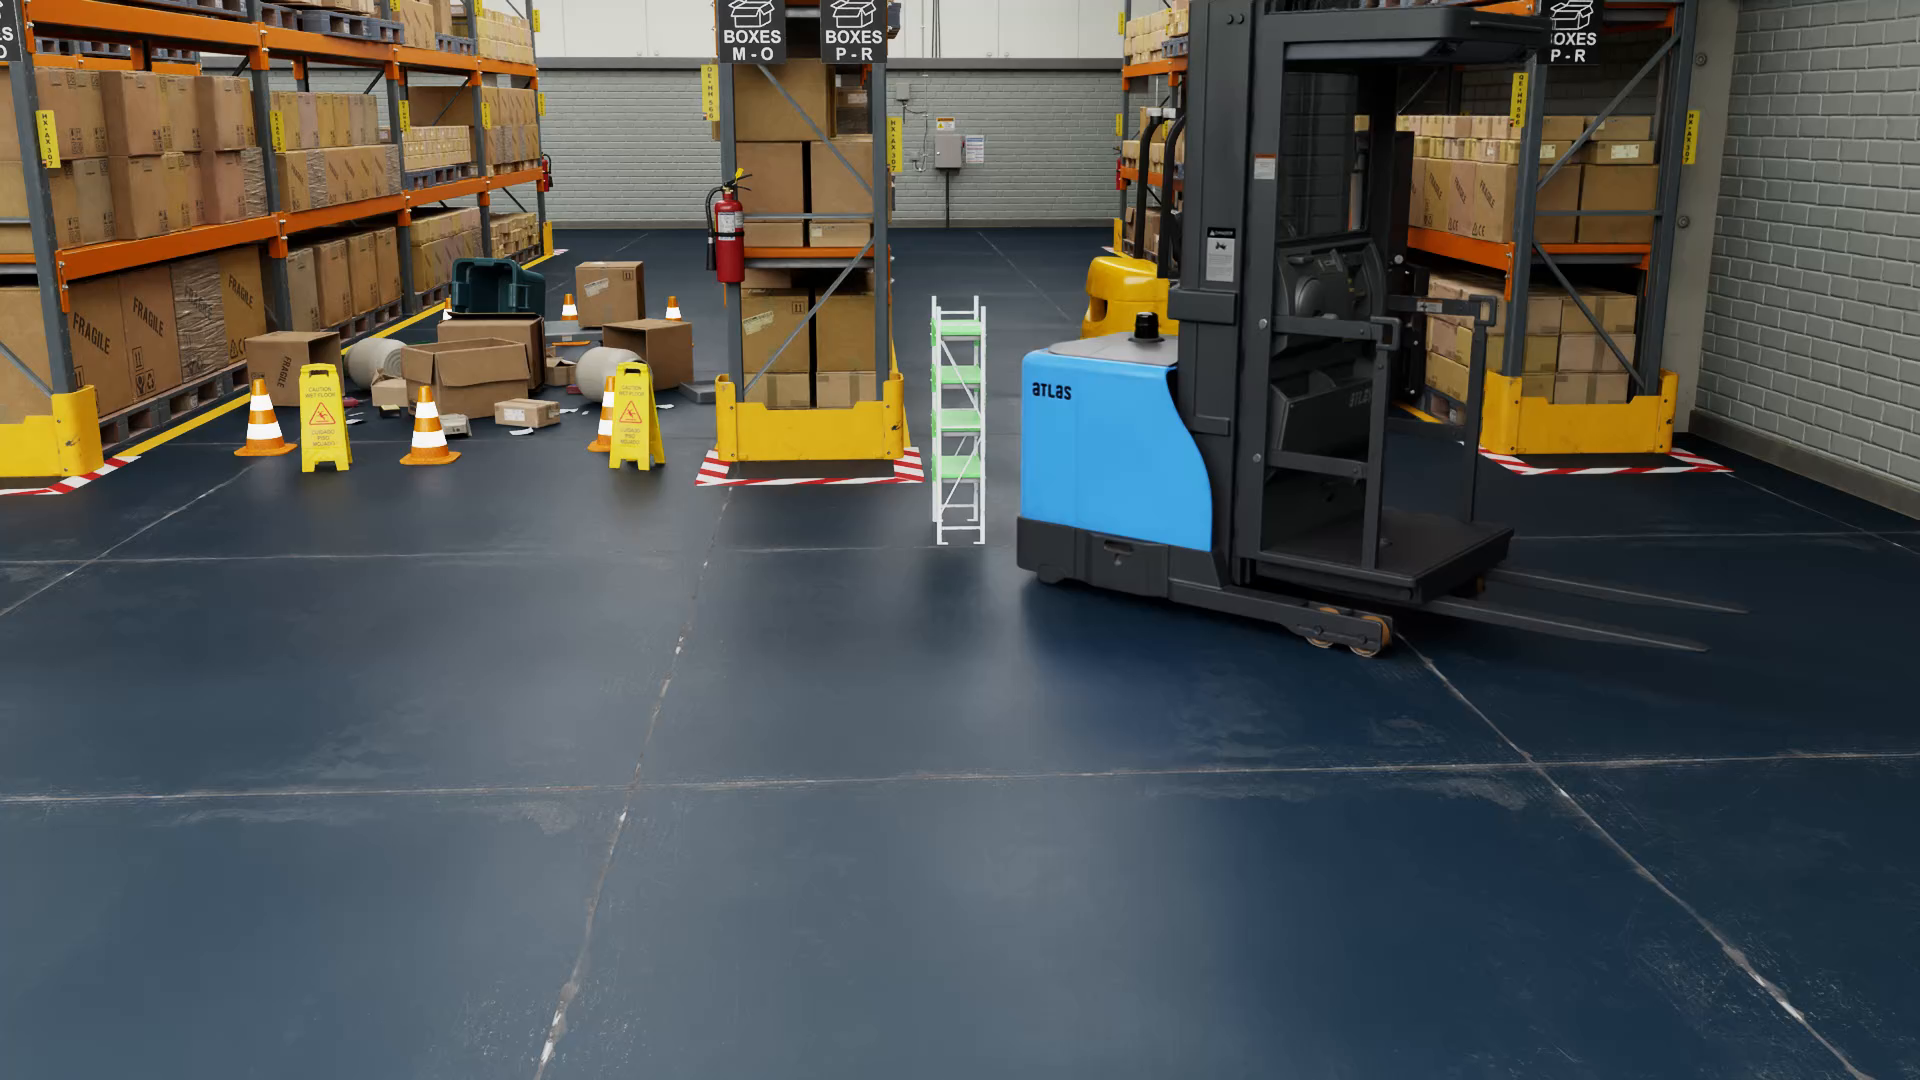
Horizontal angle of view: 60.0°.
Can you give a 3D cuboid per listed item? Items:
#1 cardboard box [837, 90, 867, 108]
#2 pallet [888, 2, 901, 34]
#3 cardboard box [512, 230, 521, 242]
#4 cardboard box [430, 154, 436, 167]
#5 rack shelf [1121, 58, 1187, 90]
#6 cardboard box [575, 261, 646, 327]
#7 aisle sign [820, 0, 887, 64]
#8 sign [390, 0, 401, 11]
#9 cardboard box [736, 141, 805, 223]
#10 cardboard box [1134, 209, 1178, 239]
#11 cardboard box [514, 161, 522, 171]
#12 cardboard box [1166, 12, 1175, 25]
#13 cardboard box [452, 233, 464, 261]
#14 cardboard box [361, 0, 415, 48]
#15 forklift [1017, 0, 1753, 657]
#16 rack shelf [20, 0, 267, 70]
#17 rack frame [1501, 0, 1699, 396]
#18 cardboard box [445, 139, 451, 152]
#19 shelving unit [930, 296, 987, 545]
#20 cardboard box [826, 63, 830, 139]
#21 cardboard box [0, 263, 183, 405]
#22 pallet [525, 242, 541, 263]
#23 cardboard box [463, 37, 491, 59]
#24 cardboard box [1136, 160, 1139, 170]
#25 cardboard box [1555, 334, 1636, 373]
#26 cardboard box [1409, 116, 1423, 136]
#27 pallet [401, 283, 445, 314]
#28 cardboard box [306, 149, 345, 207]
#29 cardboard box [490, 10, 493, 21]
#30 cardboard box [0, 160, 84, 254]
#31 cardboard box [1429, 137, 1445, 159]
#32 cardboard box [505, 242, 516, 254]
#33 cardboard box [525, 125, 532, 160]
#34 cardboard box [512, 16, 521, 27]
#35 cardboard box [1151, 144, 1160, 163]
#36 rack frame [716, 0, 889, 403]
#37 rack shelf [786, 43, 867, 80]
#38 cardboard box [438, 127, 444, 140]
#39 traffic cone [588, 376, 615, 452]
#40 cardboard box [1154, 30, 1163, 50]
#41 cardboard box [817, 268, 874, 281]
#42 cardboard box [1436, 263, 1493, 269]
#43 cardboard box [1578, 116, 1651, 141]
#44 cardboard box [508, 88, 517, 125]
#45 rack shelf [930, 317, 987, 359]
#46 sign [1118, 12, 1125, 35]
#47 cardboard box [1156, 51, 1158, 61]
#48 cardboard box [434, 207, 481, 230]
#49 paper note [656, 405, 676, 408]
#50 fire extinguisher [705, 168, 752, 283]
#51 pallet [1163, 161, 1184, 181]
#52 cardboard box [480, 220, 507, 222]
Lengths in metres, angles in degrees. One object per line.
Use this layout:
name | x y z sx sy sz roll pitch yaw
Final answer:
cardboard box | -0.869 -3.805 14.354 0.380 0.149 0.250 -1 14 -4
pallet | -1.124 -4.490 14.314 1.213 0.211 1.003 -1 14 -3
cardboard box | -6.432 -4.306 23.523 0.380 0.149 0.250 -1 14 -3
cardboard box | -6.285 -4.392 19.238 0.380 0.149 0.250 -1 14 -3
rack shelf | 3.142 -6.642 23.745 1.077 0.370 4.000 -1 14 -3
cardboard box | -2.967 -2.094 14.143 0.500 0.500 0.500 -1 14 -3
aisle sign | -0.631 -3.227 9.830 0.394 0.787 0.004 -1 14 -3
sign | -5.820 -5.614 17.110 0.100 0.325 0.005 -1 14 -3
cardboard box | -1.253 -2.301 10.653 0.500 0.500 0.500 -1 14 -4
cardboard box | 2.975 -4.661 24.796 0.700 0.500 0.500 0 14 -1
cardboard box | -6.533 -5.404 24.013 0.380 0.149 0.250 -2 15 -6
cardboard box | 2.847 -6.686 21.336 0.380 0.149 0.250 0 14 -2
cardboard box | -6.266 -3.418 19.966 0.500 0.500 0.500 -1 14 -5
cardboard box | -6.144 -5.513 17.715 0.500 0.500 0.500 -1 14 -3
forklift | 1.736 -1.097 6.910 3.031 2.935 1.130 11 18 37
rack shelf | -6.003 -3.478 11.449 1.077 0.370 4.000 -1 14 -3
rack frame | 4.009 -2.056 10.496 1.000 3.000 0.127 -1 14 -3
cardboard box | -6.334 -4.731 19.958 0.380 0.149 0.250 -2 15 -6
shelving unit | -0.010 -0.622 8.537 0.258 1.200 0.503 -1 14 -3
cardboard box | -1.218 -2.905 10.991 0.700 0.500 0.500 -1 14 -3
cardboard box | -6.043 -1.437 11.514 0.875 0.875 0.875 -1 14 -4
pallet | -6.850 -4.284 24.752 1.003 0.211 1.213 -1 14 -3
cardboard box | -6.388 -6.360 21.508 0.500 0.250 0.500 0 14 -1
cardboard box | 2.795 -5.506 24.411 0.380 0.149 0.250 -1 14 -5
cardboard box | 4.188 -1.290 11.191 0.500 0.250 0.500 -1 14 -2
cardboard box | 3.644 -3.154 12.666 0.380 0.149 0.250 -1 14 -4
pallet | -6.421 -2.710 18.636 1.003 0.211 1.213 -1 14 -3
cardboard box | -5.951 -3.305 15.150 0.500 0.500 0.500 -1 14 -4
cardboard box | -6.461 -7.011 22.235 0.380 0.149 0.250 -1 14 -5
cardboard box | -5.947 -2.041 10.137 0.875 0.550 0.550 -1 14 -3
cardboard box | 3.604 -2.819 11.960 0.380 0.149 0.250 -1 14 -3
cardboard box | -6.445 -4.101 23.325 0.380 0.149 0.250 -1 14 -5
cardboard box | -6.559 -5.812 24.299 0.500 0.500 0.500 -1 14 -4
cardboard box | -6.498 -7.402 23.754 0.380 0.149 0.250 -1 14 -3
cardboard box | 2.945 -5.359 23.038 0.500 0.250 0.500 -1 14 -3
rack frame | -0.945 -1.978 10.195 1.000 3.000 0.127 -1 14 -3
rack shelf | -1.316 -4.575 15.710 1.077 0.370 4.000 -1 14 -3
cardboard box | -6.323 -4.810 19.668 0.380 0.149 0.250 -2 15 -6
traffic cone | -2.259 -0.837 10.849 0.336 0.463 0.334 -1 14 -3
cardboard box | 2.943 -6.809 22.656 0.500 0.250 0.500 -1 14 -5
cardboard box | -0.822 -1.812 12.718 0.500 0.500 0.500 0 14 0
cardboard box | 4.049 -2.035 13.086 0.500 0.250 0.500 -1 14 -3
cardboard box | 4.202 -2.649 10.703 0.380 0.149 0.250 -1 14 -5
cardboard box | -6.485 -6.036 23.161 0.500 0.500 0.500 -1 14 -5
rack shelf | -0.010 -1.025 8.433 0.258 0.148 0.480 -1 14 -3
sign | 2.476 -7.902 25.446 0.100 0.325 0.005 -1 14 -3
cardboard box | 2.931 -6.712 23.078 0.380 0.149 0.250 0 14 -2
cardboard box | -6.324 -4.036 20.860 0.500 0.250 0.500 -1 14 -5
paper note | -2.195 -0.998 12.343 0.142 0.019 0.148 -6 16 -23
fire extinguisher | -1.397 -1.905 10.066 0.296 0.674 0.183 -1 14 -3
pallet | 3.206 -4.747 21.340 1.003 0.211 1.213 -1 14 -3
cardboard box | -6.532 -4.388 23.245 0.380 0.149 0.250 -1 15 -6
